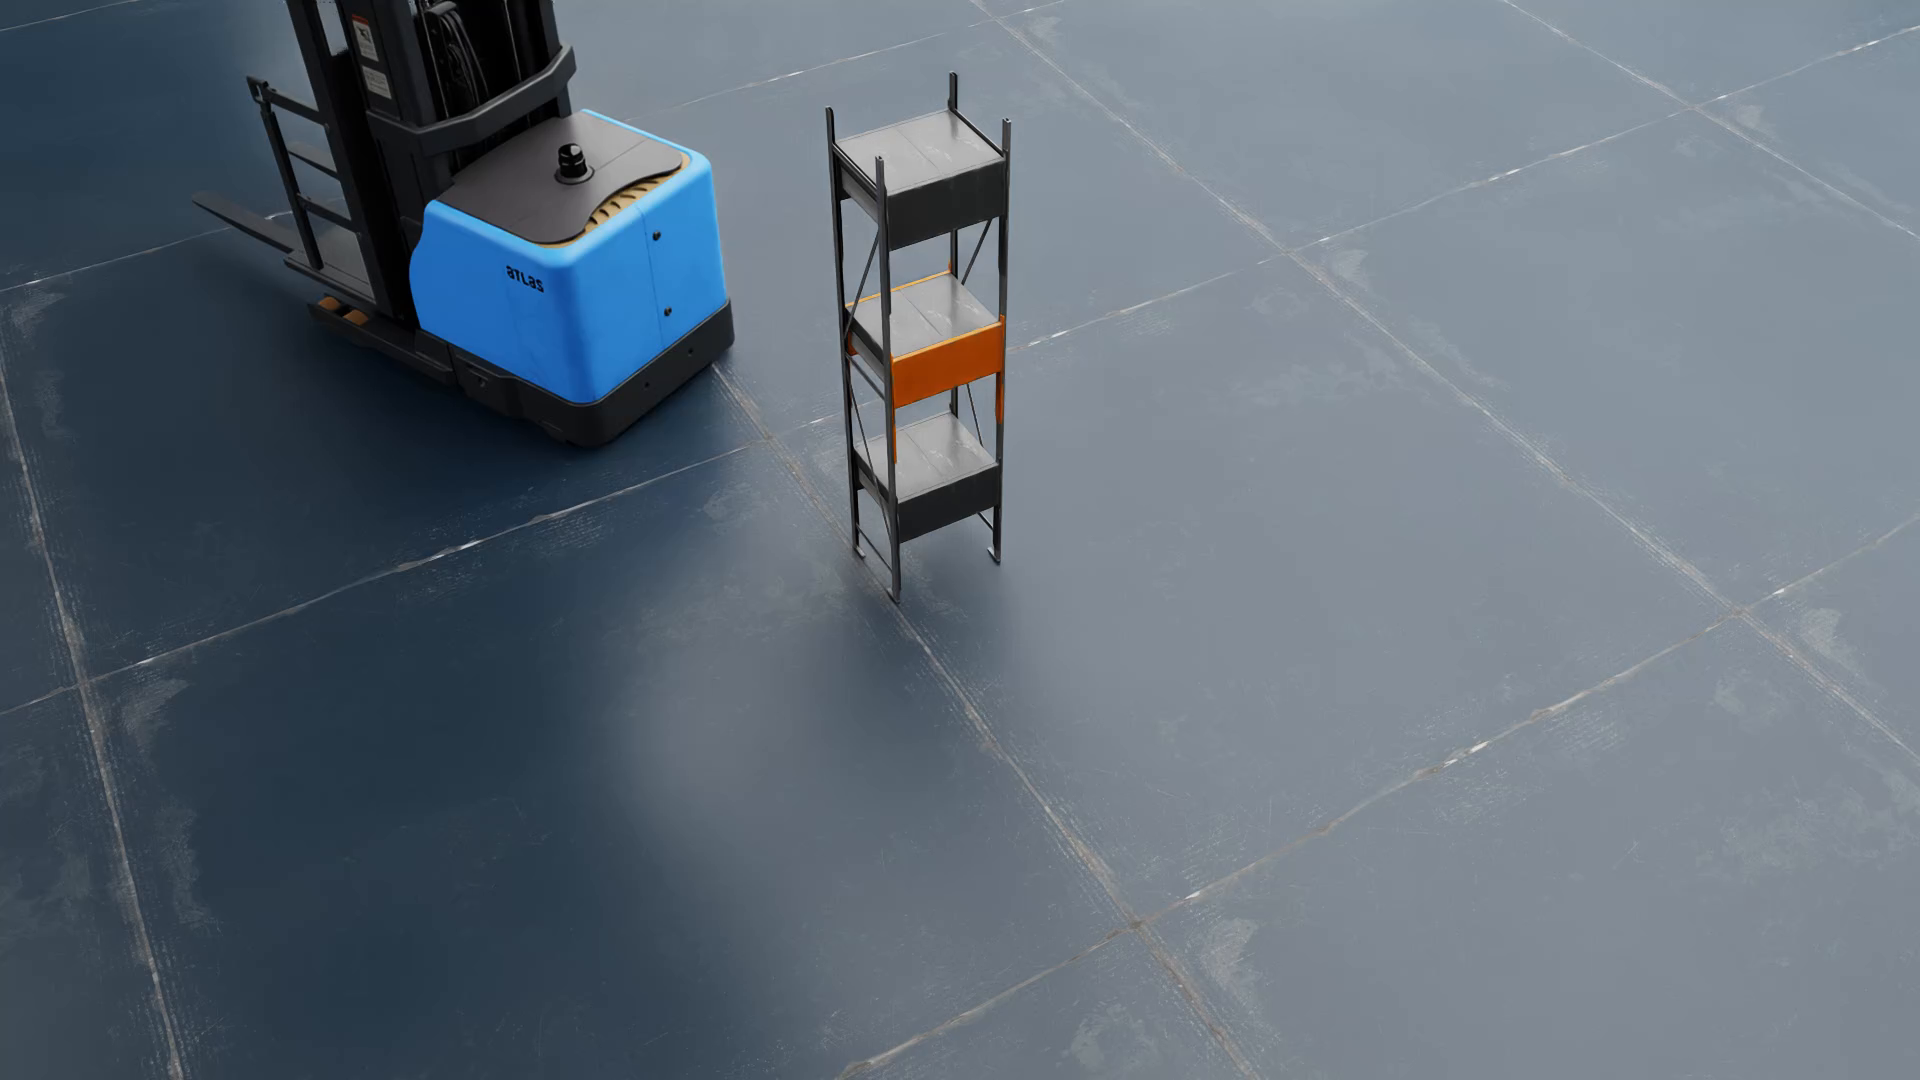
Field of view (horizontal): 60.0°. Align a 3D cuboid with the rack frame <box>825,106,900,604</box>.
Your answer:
[{"bbox_3d":[-0.355,-0.611,6.302,0.015,2.100,0.400,-22,48,-21],"label":"rack frame"}]

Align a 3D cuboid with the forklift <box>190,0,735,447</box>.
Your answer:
[{"bbox_3d":[-2.599,-2.288,7.433,3.031,2.935,1.130,25,50,24],"label":"forklift"}]

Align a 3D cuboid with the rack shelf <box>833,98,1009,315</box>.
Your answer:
[{"bbox_3d":[-0.144,-1.189,5.911,0.480,0.518,0.431,-22,48,-21],"label":"rack shelf"}]

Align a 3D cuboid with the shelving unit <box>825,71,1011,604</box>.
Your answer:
[{"bbox_3d":[-0.144,-0.696,6.389,0.503,2.100,0.431,-22,48,-21],"label":"shelving unit"}]

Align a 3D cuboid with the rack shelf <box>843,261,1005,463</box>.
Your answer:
[{"bbox_3d":[-0.144,-0.686,6.398,0.480,0.518,0.431,-22,48,-21],"label":"rack shelf"}]

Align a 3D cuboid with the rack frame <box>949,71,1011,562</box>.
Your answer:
[{"bbox_3d":[0.068,-0.781,6.476,0.015,2.100,0.400,-22,48,-21],"label":"rack frame"}]

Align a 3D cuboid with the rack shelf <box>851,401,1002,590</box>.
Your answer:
[{"bbox_3d":[-0.144,-0.184,6.886,0.480,0.518,0.431,-22,48,-21],"label":"rack shelf"}]
